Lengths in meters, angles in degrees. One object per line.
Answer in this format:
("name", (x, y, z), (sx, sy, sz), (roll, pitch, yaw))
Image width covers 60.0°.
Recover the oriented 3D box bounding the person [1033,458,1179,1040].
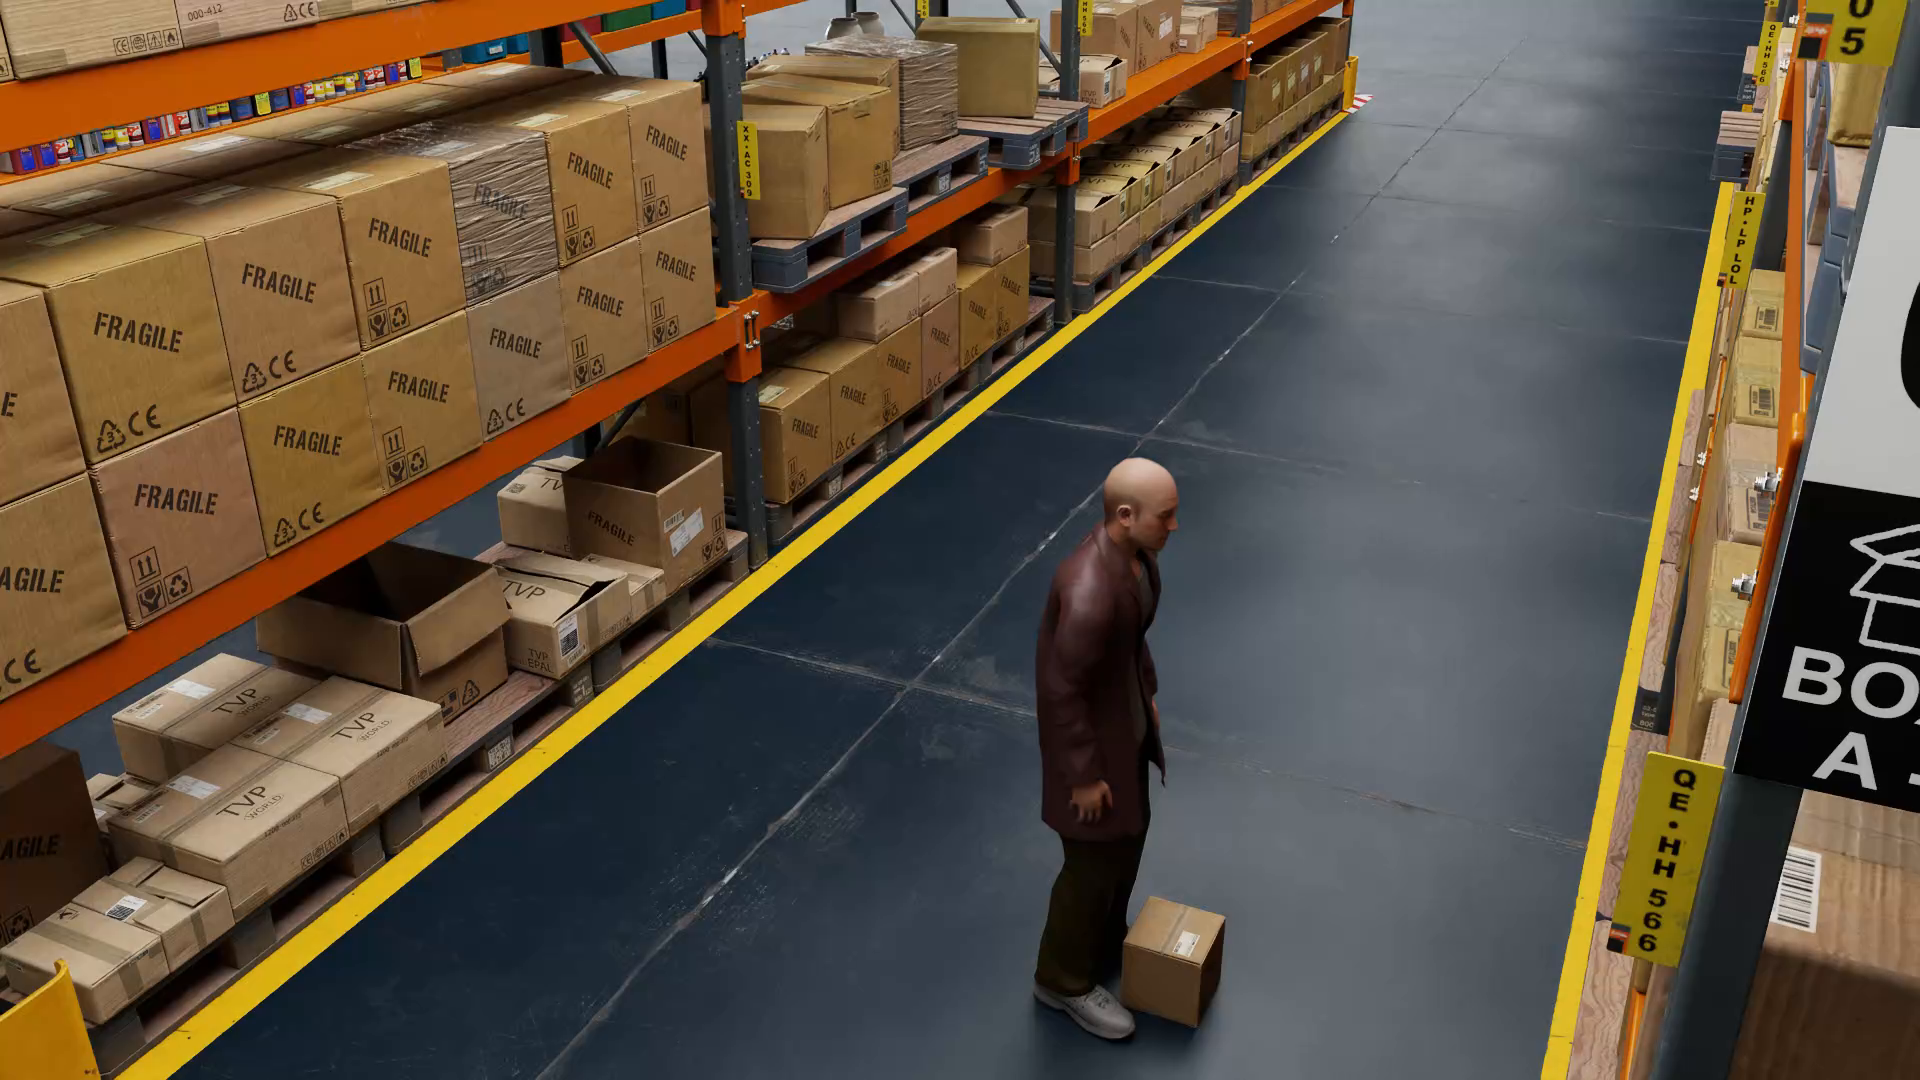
("person", (0.437, 0.581, 4.925), (0.419, 1.774, 0.646), (11, 28, 21))
